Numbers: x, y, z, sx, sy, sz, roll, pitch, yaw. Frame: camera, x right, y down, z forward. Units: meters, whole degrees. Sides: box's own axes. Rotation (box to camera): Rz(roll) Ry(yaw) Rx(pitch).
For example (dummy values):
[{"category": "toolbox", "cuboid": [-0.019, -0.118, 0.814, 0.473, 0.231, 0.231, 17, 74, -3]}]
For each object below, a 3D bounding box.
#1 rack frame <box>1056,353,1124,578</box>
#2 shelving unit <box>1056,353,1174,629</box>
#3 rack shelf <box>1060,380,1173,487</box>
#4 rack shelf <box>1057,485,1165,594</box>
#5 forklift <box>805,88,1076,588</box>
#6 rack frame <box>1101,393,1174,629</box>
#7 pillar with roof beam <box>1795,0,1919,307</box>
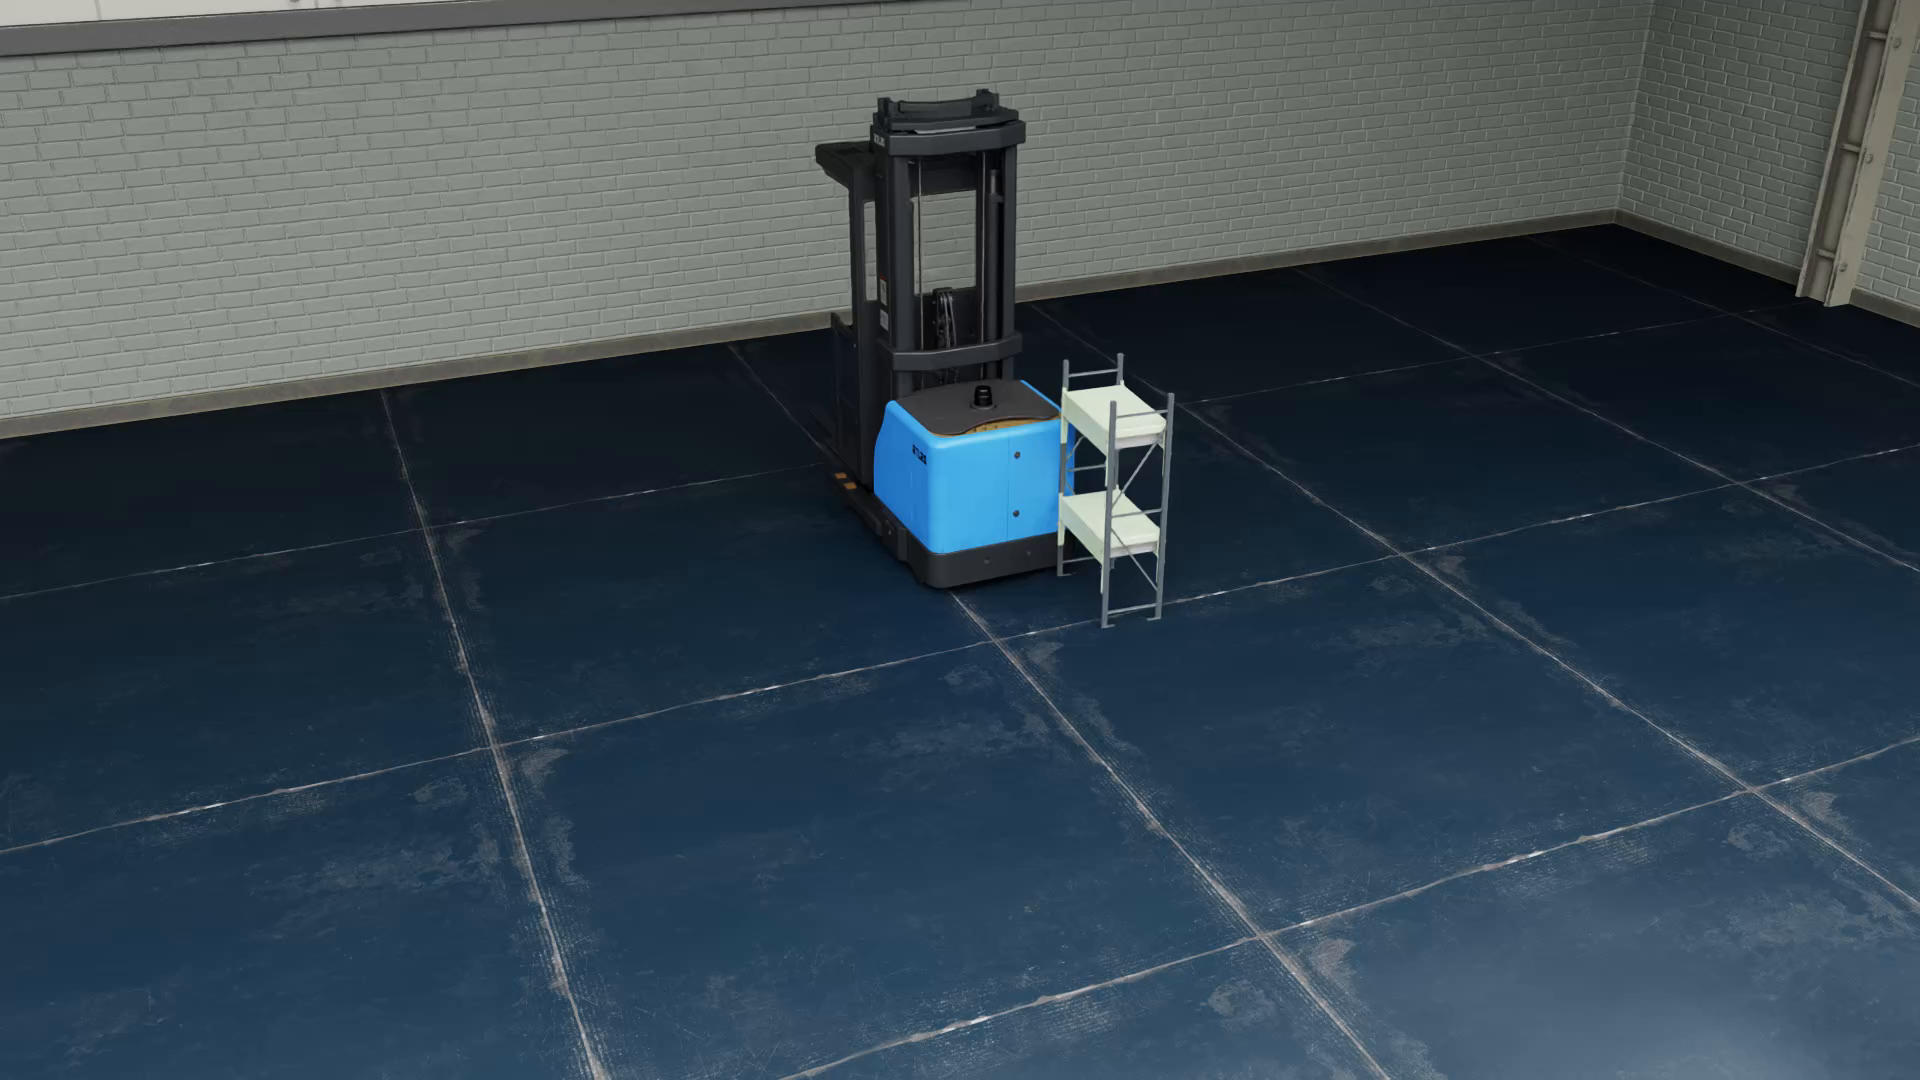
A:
[{"category": "rack frame", "cuboid": [0.826, -0.460, 10.629, 0.400, 1.500, 0.023, -9, 27, -17]}, {"category": "shelving unit", "cuboid": [0.944, -0.308, 10.317, 0.431, 1.500, 0.755, -9, 27, -17]}, {"category": "rack shelf", "cuboid": [0.944, -0.659, 10.146, 0.431, 0.370, 0.720, -9, 27, -17]}, {"category": "rack shelf", "cuboid": [0.944, -0.015, 10.460, 0.431, 0.370, 0.720, -9, 27, -17]}, {"category": "forklift", "cuboid": [-0.301, -1.631, 11.397, 1.130, 2.935, 3.031, -11, 28, -21]}, {"category": "rack frame", "cuboid": [1.062, -0.156, 10.006, 0.400, 1.500, 0.023, -9, 27, -17]}, {"category": "pillar with roof beam", "cuboid": [4.443, -5.650, 12.711, 9.100, 9.000, 0.400, -11, 28, -21]}]
